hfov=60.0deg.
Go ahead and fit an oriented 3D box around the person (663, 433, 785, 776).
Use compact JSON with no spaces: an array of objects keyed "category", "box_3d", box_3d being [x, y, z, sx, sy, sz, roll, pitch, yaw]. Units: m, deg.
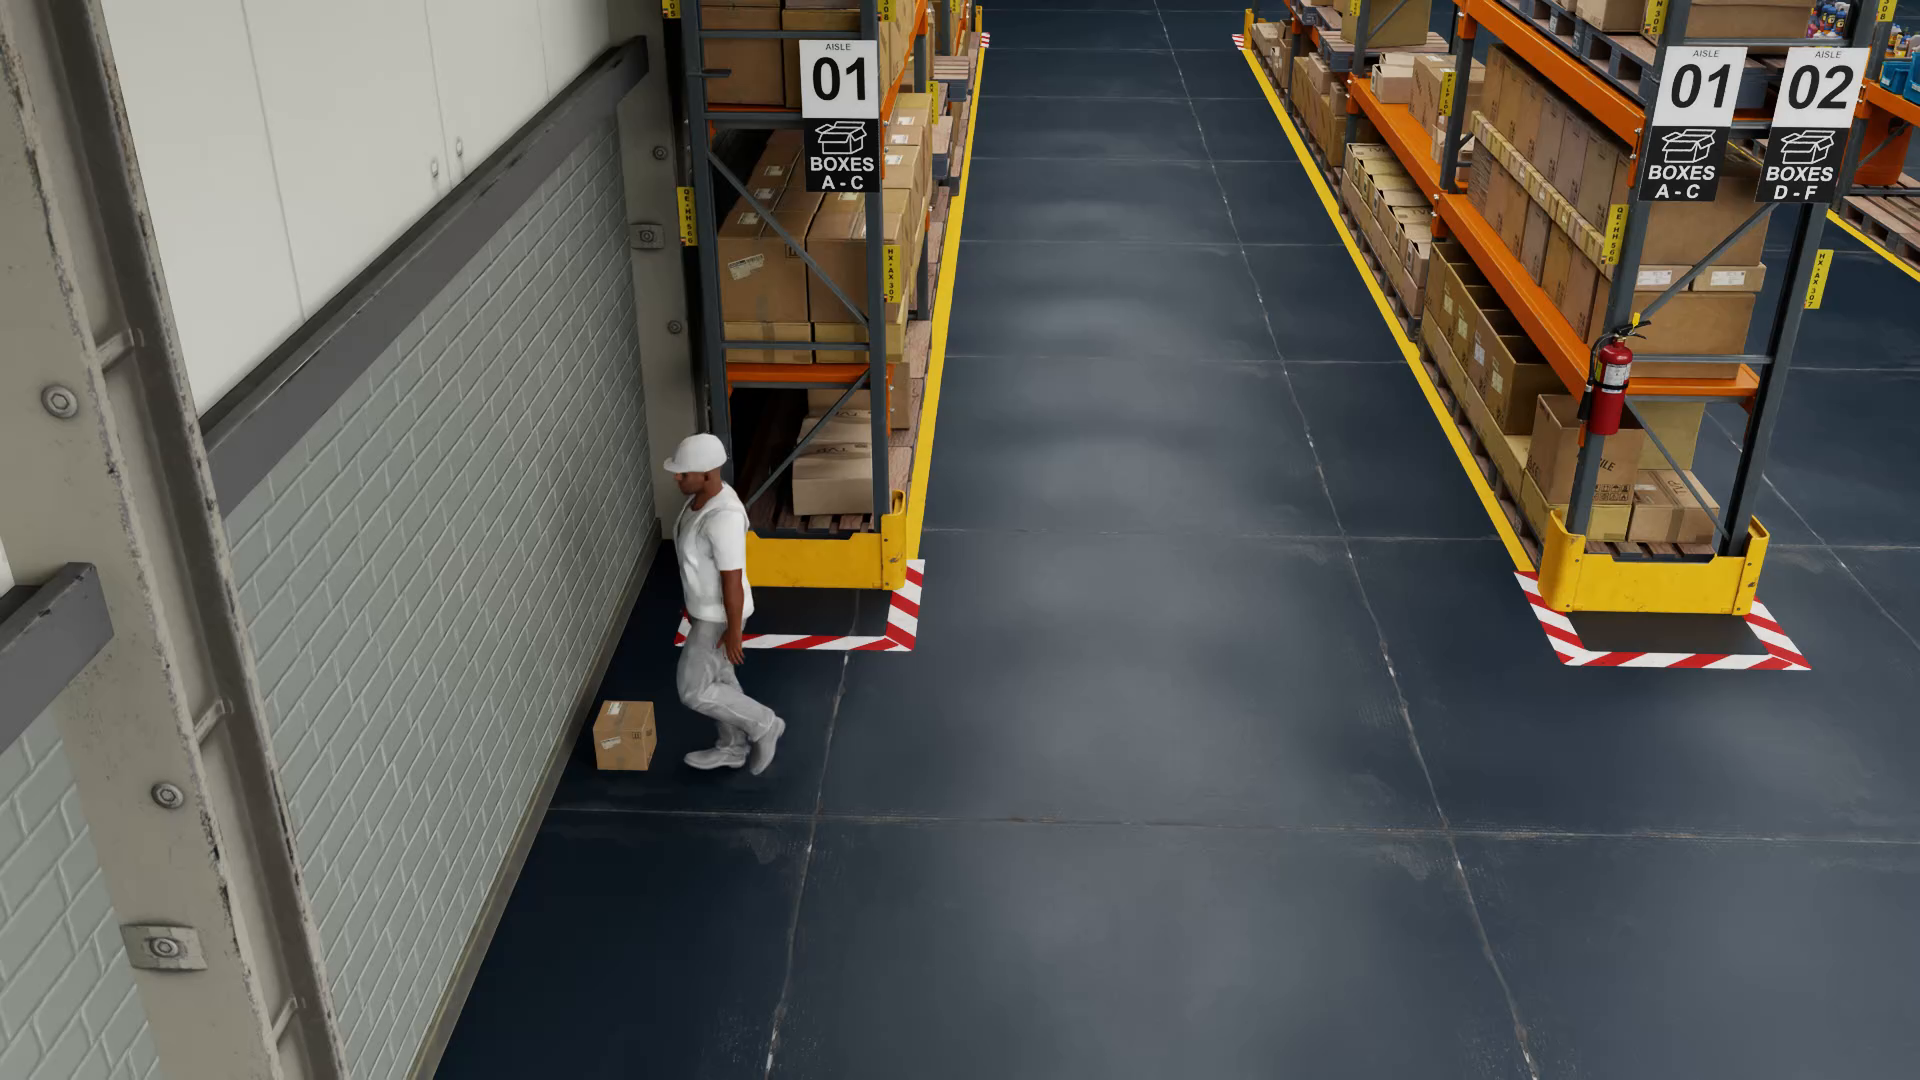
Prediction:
[{"category":"person","box_3d":[-1.145,0.323,7.942,0.503,1.771,0.628,-8,29,-14]}]
